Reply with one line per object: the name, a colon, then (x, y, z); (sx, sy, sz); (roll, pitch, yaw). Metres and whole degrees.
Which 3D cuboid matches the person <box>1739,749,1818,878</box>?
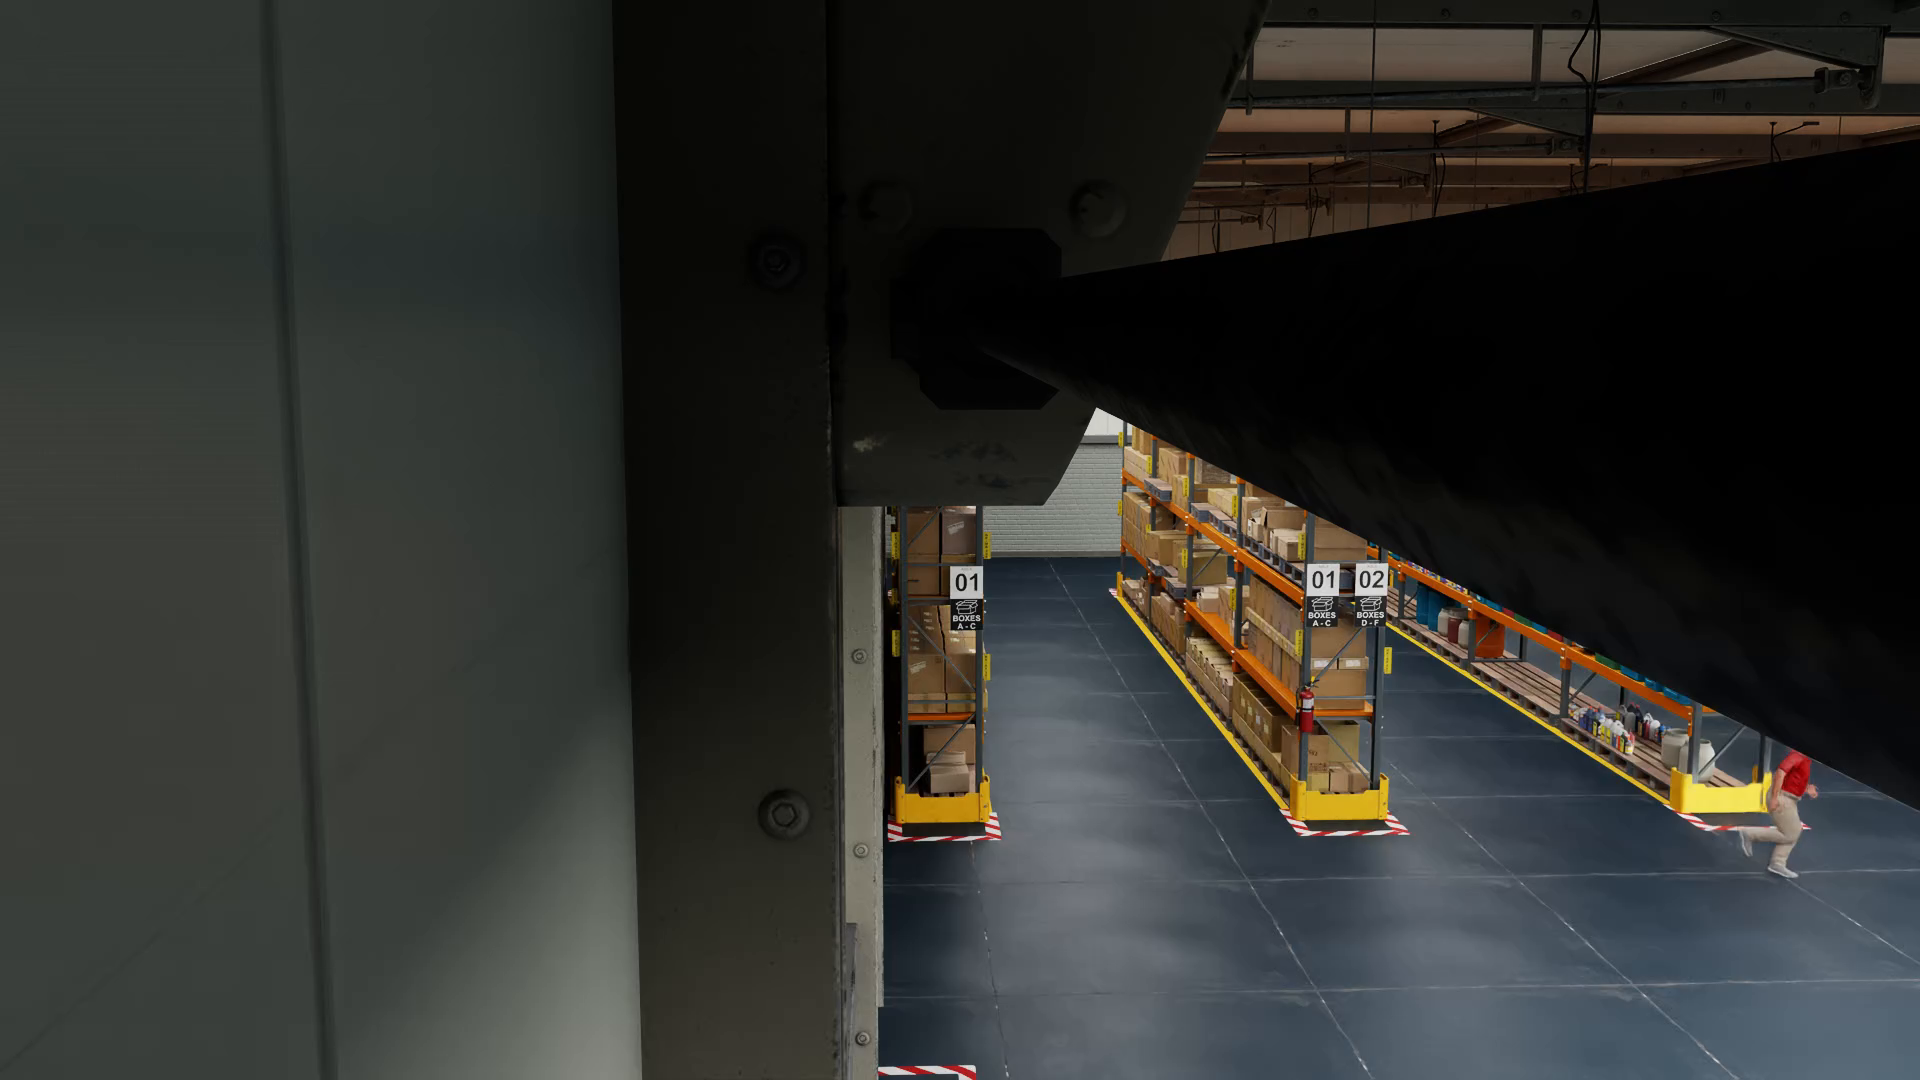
person: (9.168, 2.937, 18.598); (0.778, 1.667, 0.658); (4, 9, 24)
